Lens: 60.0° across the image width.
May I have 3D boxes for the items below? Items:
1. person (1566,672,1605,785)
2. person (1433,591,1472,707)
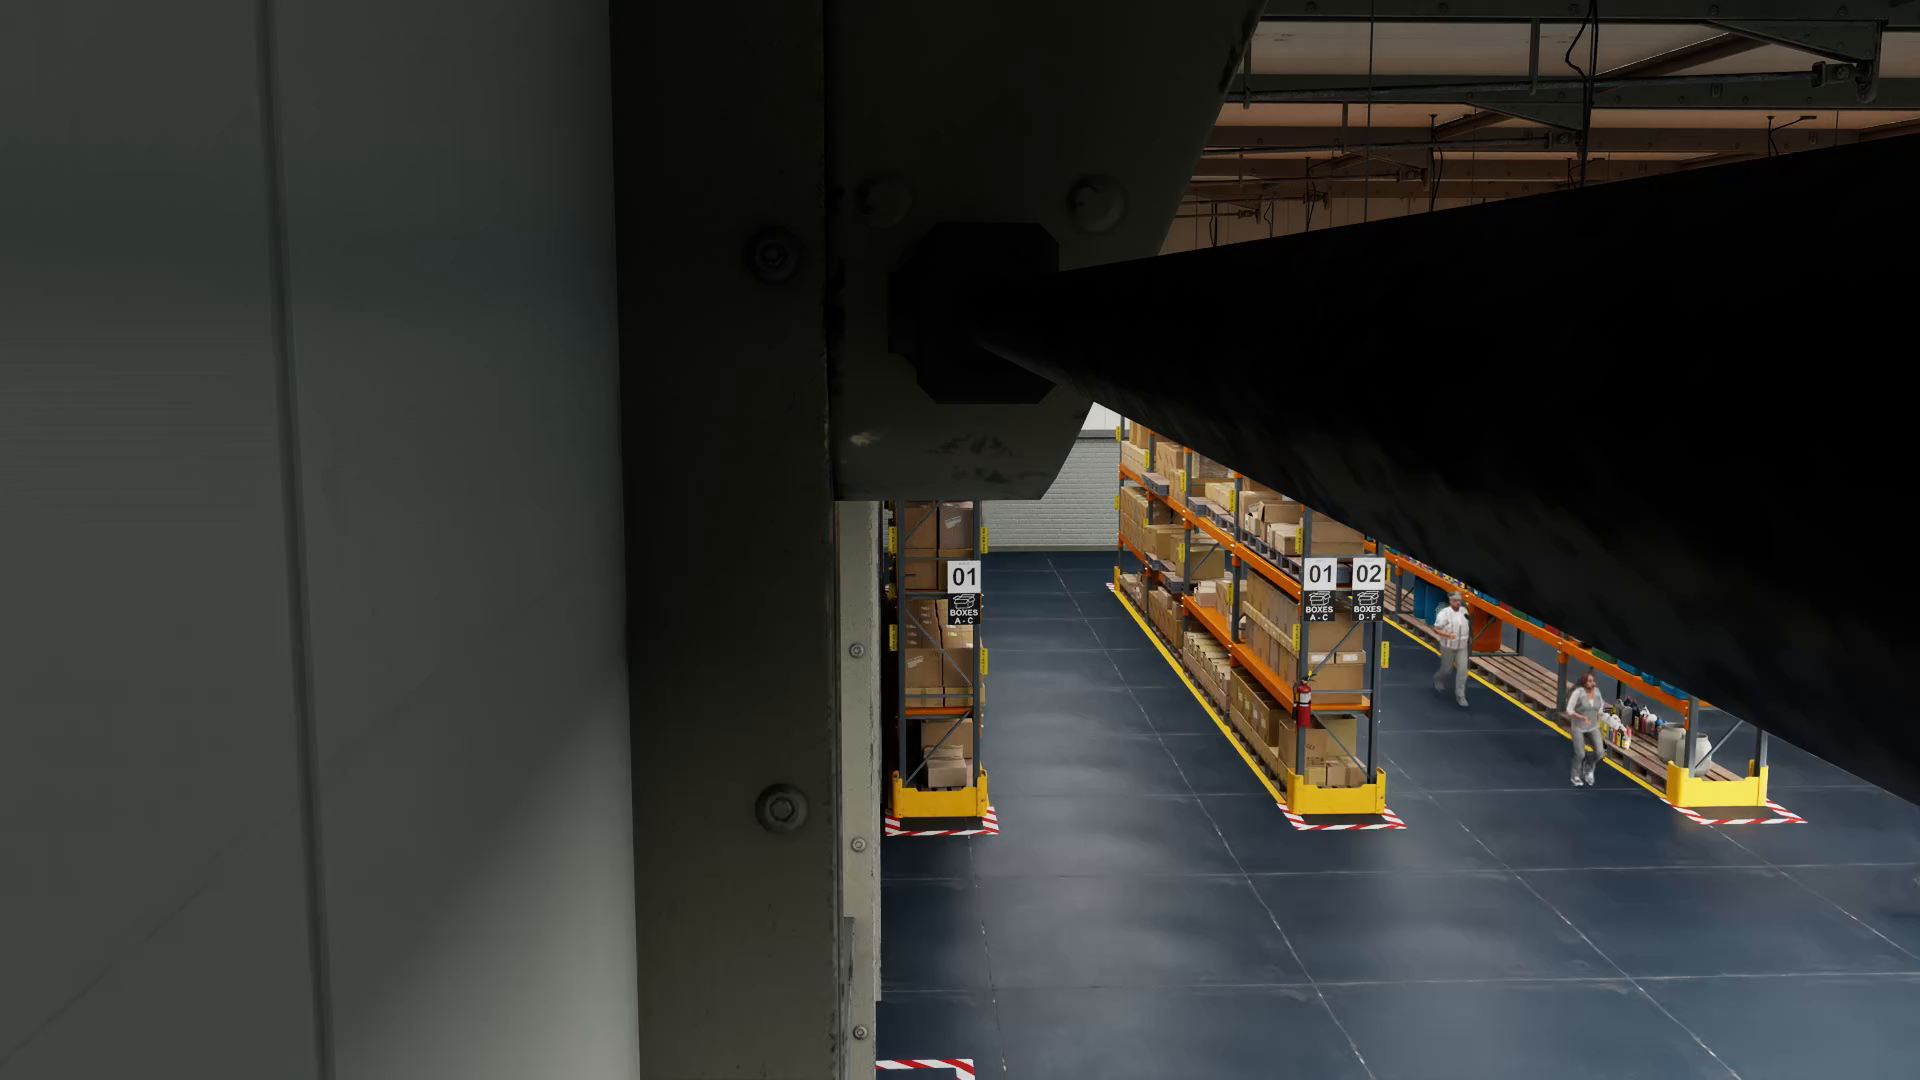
[{"bbox_3d":[8.131,2.467,21.576,0.559,1.543,0.648,0,8,-3],"label":"person"},{"bbox_3d":[7.809,1.675,26.304,0.664,1.780,0.954,-1,8,-7],"label":"person"}]
